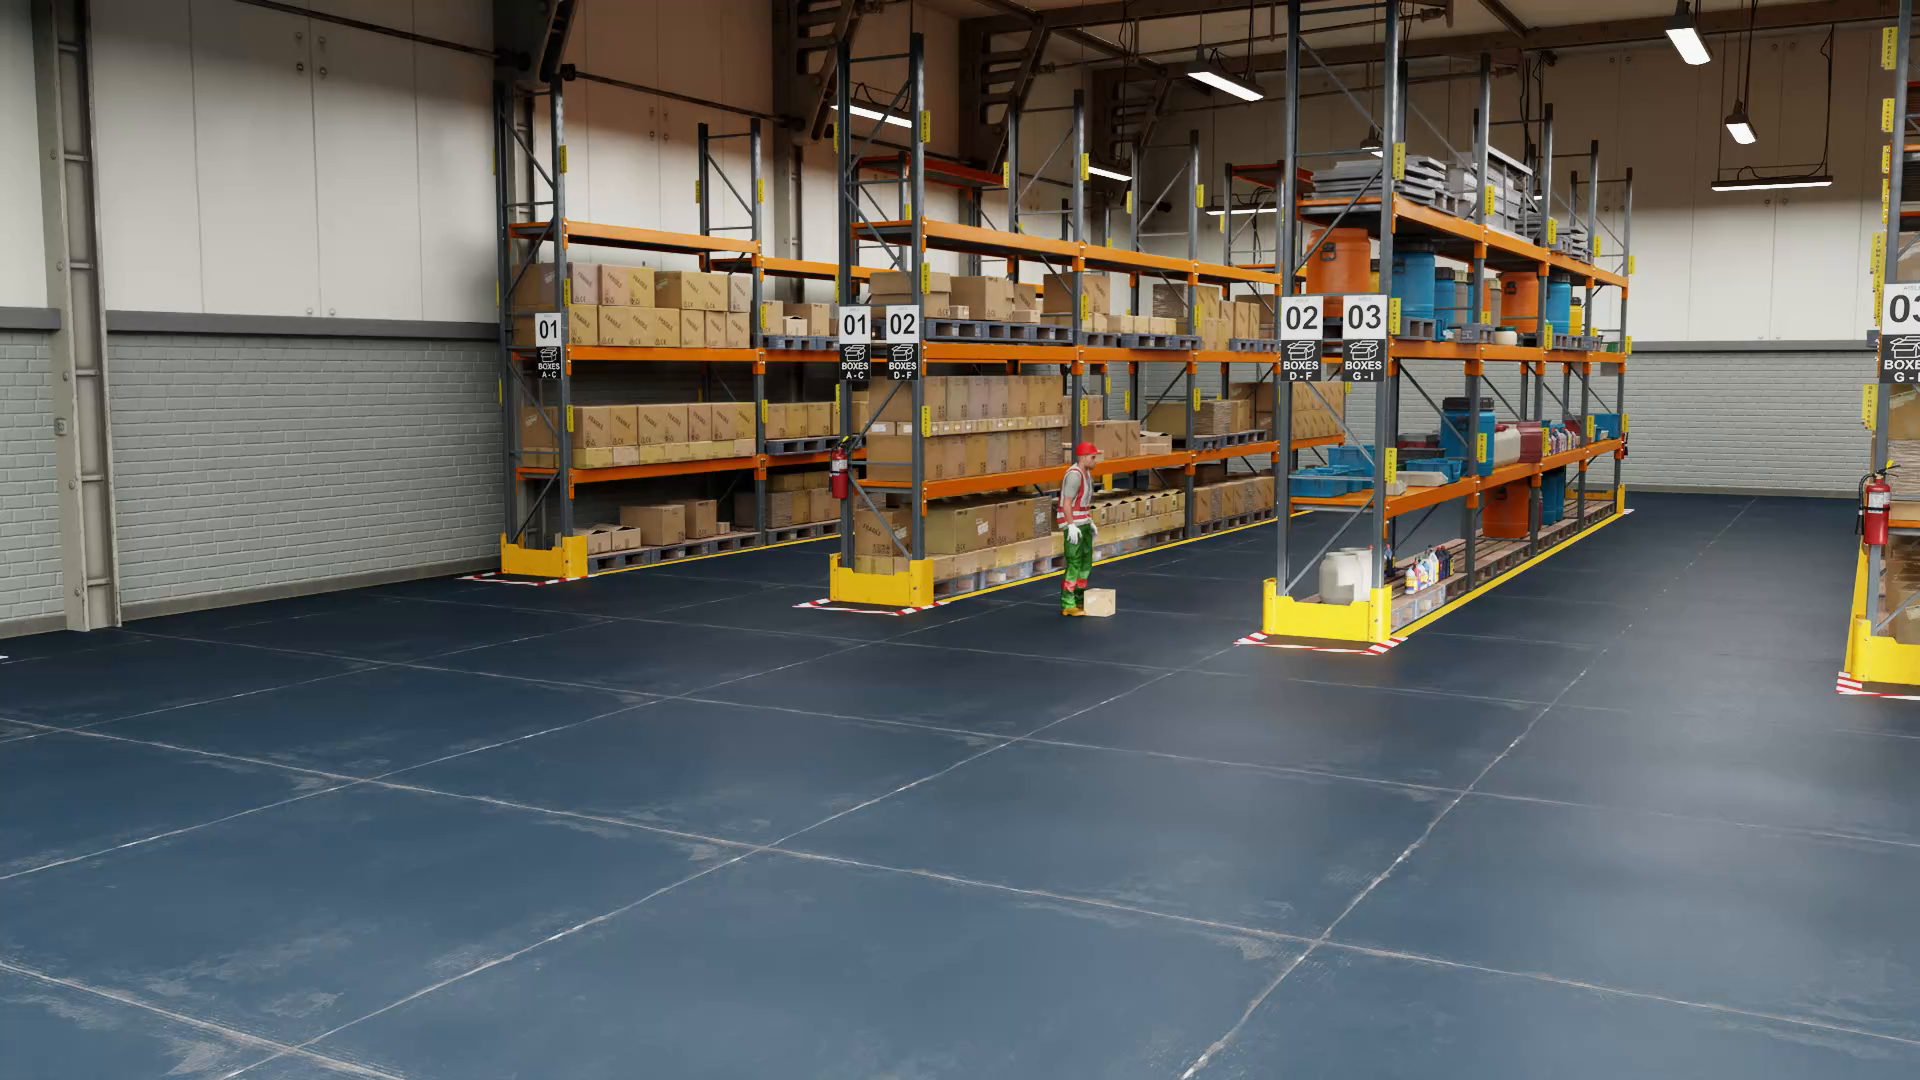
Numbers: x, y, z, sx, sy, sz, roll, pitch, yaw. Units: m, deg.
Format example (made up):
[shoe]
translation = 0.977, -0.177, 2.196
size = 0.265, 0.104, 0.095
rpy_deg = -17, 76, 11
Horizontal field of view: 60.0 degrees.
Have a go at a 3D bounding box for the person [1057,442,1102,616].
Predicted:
[person]
translation = 1.246, -0.126, 17.225
size = 0.447, 1.780, 0.623
rpy_deg = 3, 7, 26
